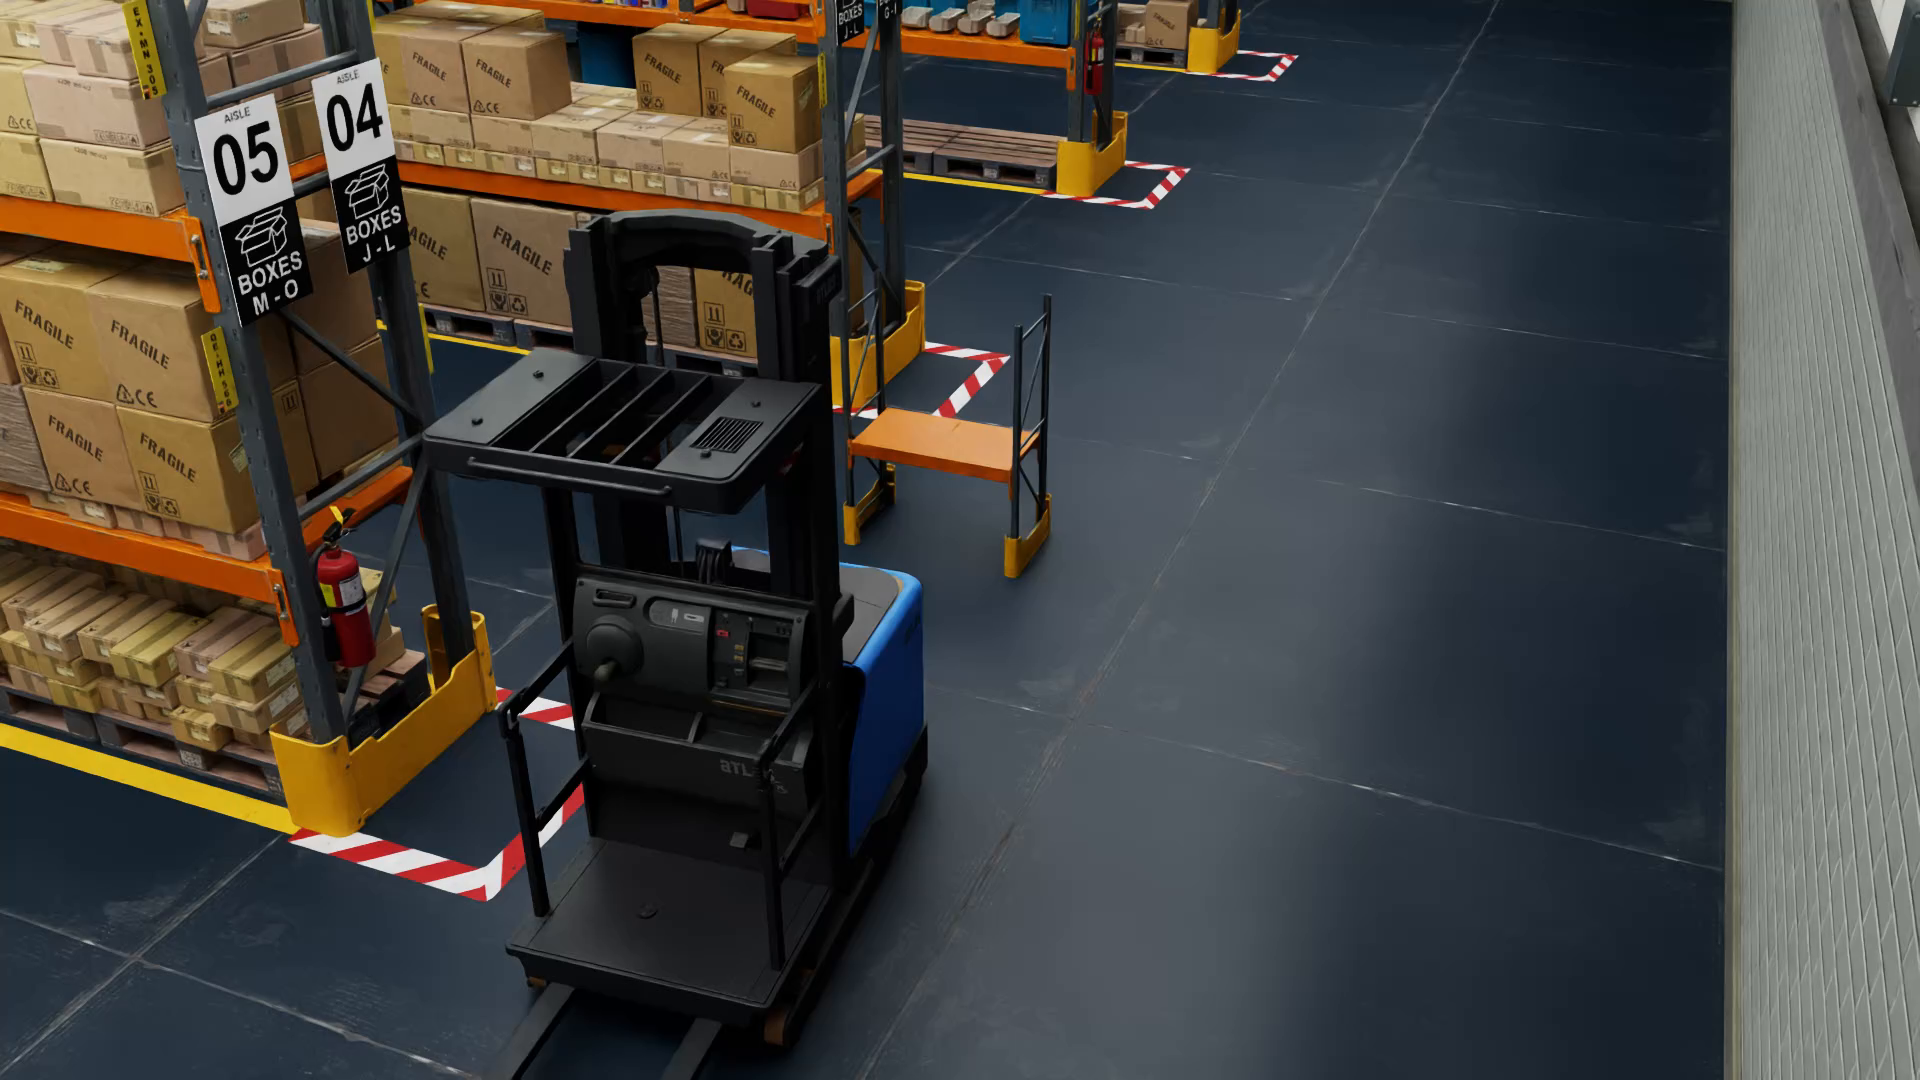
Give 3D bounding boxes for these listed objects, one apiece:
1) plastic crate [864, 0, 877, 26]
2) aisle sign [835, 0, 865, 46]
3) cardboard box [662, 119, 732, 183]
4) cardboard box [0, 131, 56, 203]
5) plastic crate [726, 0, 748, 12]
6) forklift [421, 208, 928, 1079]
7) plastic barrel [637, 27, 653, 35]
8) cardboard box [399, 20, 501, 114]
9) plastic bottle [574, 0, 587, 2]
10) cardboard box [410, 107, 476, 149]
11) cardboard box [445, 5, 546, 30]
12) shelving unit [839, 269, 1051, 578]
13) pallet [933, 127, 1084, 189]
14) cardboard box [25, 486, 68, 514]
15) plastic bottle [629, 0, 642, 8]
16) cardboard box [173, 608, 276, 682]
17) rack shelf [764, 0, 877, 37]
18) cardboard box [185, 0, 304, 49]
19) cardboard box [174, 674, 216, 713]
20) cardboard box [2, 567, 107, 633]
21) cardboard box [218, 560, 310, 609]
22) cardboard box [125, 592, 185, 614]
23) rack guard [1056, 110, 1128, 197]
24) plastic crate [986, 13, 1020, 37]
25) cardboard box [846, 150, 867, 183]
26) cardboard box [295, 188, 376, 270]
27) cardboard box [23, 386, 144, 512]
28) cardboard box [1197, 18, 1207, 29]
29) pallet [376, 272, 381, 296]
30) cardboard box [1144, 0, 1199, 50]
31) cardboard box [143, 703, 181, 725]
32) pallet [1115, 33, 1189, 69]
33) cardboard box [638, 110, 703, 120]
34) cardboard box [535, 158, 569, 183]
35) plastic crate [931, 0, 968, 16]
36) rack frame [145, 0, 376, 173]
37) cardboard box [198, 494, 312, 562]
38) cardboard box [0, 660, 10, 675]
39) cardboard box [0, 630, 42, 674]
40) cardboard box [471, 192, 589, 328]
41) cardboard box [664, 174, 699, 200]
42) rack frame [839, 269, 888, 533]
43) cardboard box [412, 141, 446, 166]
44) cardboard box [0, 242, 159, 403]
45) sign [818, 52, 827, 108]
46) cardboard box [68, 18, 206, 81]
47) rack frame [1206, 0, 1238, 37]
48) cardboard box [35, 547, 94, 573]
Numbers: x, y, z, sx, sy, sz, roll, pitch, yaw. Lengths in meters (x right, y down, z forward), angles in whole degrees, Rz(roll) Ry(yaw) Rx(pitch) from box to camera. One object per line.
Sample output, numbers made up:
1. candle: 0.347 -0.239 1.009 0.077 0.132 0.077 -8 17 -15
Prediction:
1. plastic crate: -0.773 -4.972 15.607 0.300 0.233 0.416 11 31 19
2. aisle sign: -0.682 -3.479 10.214 0.004 0.787 0.394 11 31 19
3. cardboard box: -1.655 -2.624 11.194 0.500 0.250 0.500 11 31 18
4. cardboard box: -3.591 -1.550 6.547 0.500 0.250 0.500 11 31 19
5. plastic crate: -2.103 -5.256 16.207 0.243 0.136 0.396 11 31 19
6. forklift: -1.073 0.431 6.009 1.130 2.935 3.031 9 31 15
7. plastic barrel: -2.978 -4.873 17.029 0.708 0.901 0.600 11 31 19
8. cardboard box: -3.542 -3.328 11.678 0.500 0.500 0.500 11 31 19
9. plastic bottle: -3.773 -5.528 16.608 0.135 0.276 0.152 11 31 19
10. cardboard box: -3.547 -3.001 11.861 0.500 0.250 0.500 11 31 19
11. cardboard box: -3.354 -3.570 12.106 0.500 0.500 0.500 12 31 20
12. shelving unit: -0.071 -0.667 9.406 1.083 1.500 0.587 11 31 19
13. pallet: 0.476 -3.712 16.103 1.213 0.211 1.003 11 31 19
14. cardboard box: -3.936 -0.278 7.448 0.250 0.149 0.380 10 31 17
15. plastic bottle: -3.199 -5.392 16.360 0.133 0.283 0.061 11 31 19
16. cardboard box: -3.392 0.490 7.701 0.250 0.149 0.380 12 32 20
17. rack shelf: -2.489 -3.860 11.213 4.000 0.370 1.077 11 31 19
18. cardboard box: -2.809 -2.050 6.519 0.250 0.149 0.380 11 31 19
19. cardboard box: -3.413 0.634 7.748 0.250 0.149 0.380 11 31 18
20. cardboard box: -4.368 0.299 8.038 0.250 0.149 0.380 10 31 17
21. cardboard box: -3.438 0.192 8.228 0.250 0.149 0.380 11 31 19
22. cardboard box: -3.955 0.276 8.381 0.250 0.149 0.380 10 31 17
23. rack guard: 1.253 -3.669 15.733 0.348 0.500 1.175 11 31 19
24. plastic crate: 0.402 -4.735 15.286 0.243 0.136 0.396 11 31 19
25. cardboard box: -0.841 -2.604 11.564 0.250 0.149 0.380 12 32 20
26. cardboard box: -4.943 -2.604 13.042 0.875 0.875 1.225 11 31 19
27. cardboard box: -3.583 -0.491 7.166 0.500 0.500 0.500 11 31 18
28. cardboard box: 2.833 -6.198 20.117 0.250 0.149 0.380 11 31 19
29. pallet: -5.086 -2.132 13.307 1.213 0.211 1.003 11 31 19
30. cardboard box: 2.495 -6.105 19.596 0.500 0.500 0.500 11 31 19
31. cardboard box: -3.650 0.712 7.912 0.250 0.149 0.380 11 31 19
32. pallet: 2.282 -5.960 20.081 1.213 0.211 1.003 11 31 19
33. cardboard box: -1.928 -2.961 11.790 0.500 0.250 0.500 10 31 17
34. cardboard box: -2.749 -2.634 11.617 0.250 0.149 0.380 10 31 18
35. plastic crate: -0.099 -5.148 15.919 0.300 0.233 0.416 11 31 19
36. rack frame: -2.595 -2.866 5.675 0.127 3.000 1.000 11 31 19
37. cardboard box: -3.003 -0.076 7.092 0.250 0.149 0.380 11 31 19
38. cardboard box: -4.595 0.513 8.264 0.250 0.149 0.380 12 32 21
39. cardboard box: -4.388 0.466 8.046 0.250 0.149 0.380 13 32 22
40. cardboard box: -2.927 -2.170 12.273 0.875 0.875 0.875 11 31 19
41. cardboard box: -1.796 -2.445 11.282 0.250 0.149 0.380 12 32 20
42. rack frame: -0.550 -0.763 9.575 0.032 1.500 0.500 11 31 19
43. cardboard box: -3.706 -2.824 11.954 0.250 0.149 0.380 12 32 21
44. cardboard box: -3.582 -0.928 6.923 0.500 0.500 0.500 10 31 17
45. sign: -0.853 -2.860 10.343 0.005 0.325 0.100 11 31 19
46. cardboard box: -3.013 -1.814 6.101 0.250 0.149 0.380 11 31 19
47. rack frame: 3.092 -7.013 19.110 0.127 3.000 1.000 11 31 19
48. cardboard box: -4.448 0.056 8.469 0.250 0.149 0.380 11 31 19
